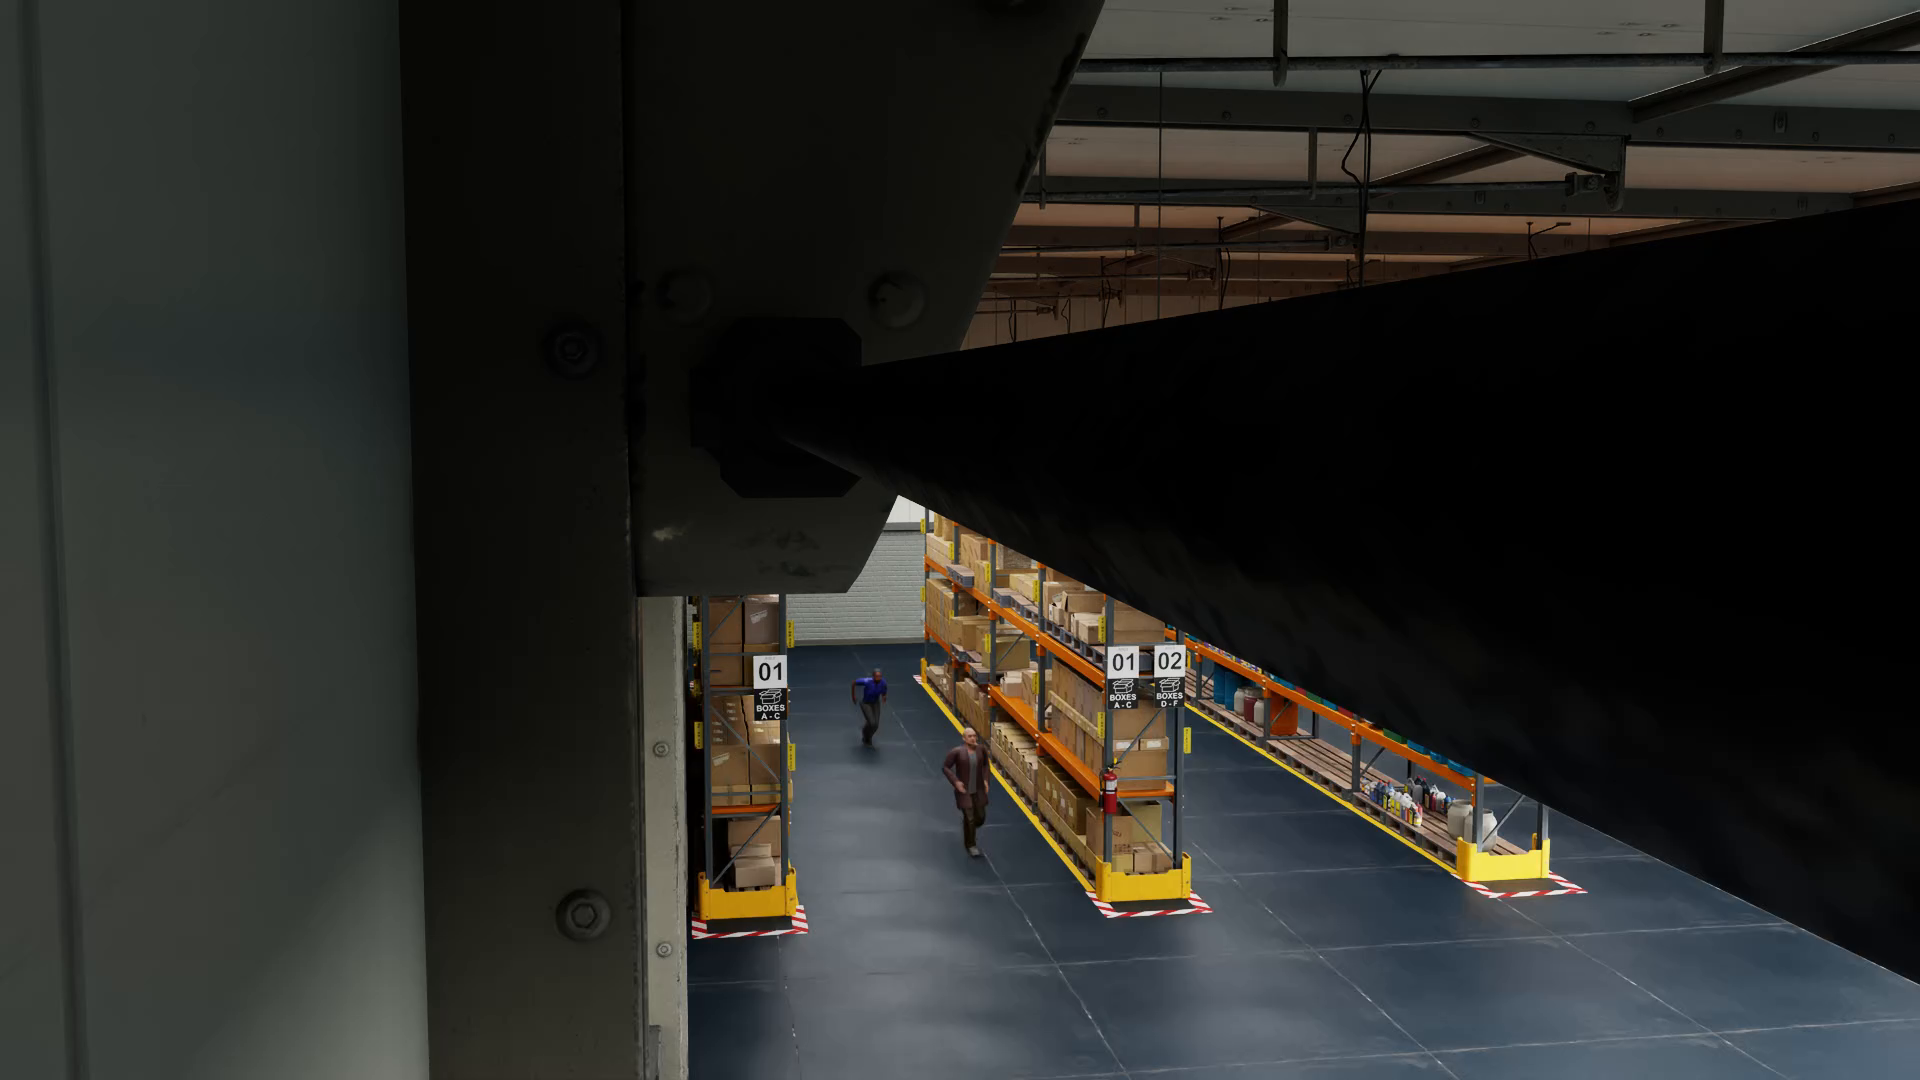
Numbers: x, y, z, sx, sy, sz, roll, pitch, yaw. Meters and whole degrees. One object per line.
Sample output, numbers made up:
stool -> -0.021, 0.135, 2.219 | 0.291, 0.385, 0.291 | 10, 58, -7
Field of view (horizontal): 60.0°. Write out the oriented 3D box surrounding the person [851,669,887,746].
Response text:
person -> -1.608, 2.989, 29.589 | 0.602, 1.487, 0.854 | -2, 6, -26

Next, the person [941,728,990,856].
person -> 0.089, 3.544, 22.967 | 0.724, 1.543, 0.645 | -2, 5, -22
